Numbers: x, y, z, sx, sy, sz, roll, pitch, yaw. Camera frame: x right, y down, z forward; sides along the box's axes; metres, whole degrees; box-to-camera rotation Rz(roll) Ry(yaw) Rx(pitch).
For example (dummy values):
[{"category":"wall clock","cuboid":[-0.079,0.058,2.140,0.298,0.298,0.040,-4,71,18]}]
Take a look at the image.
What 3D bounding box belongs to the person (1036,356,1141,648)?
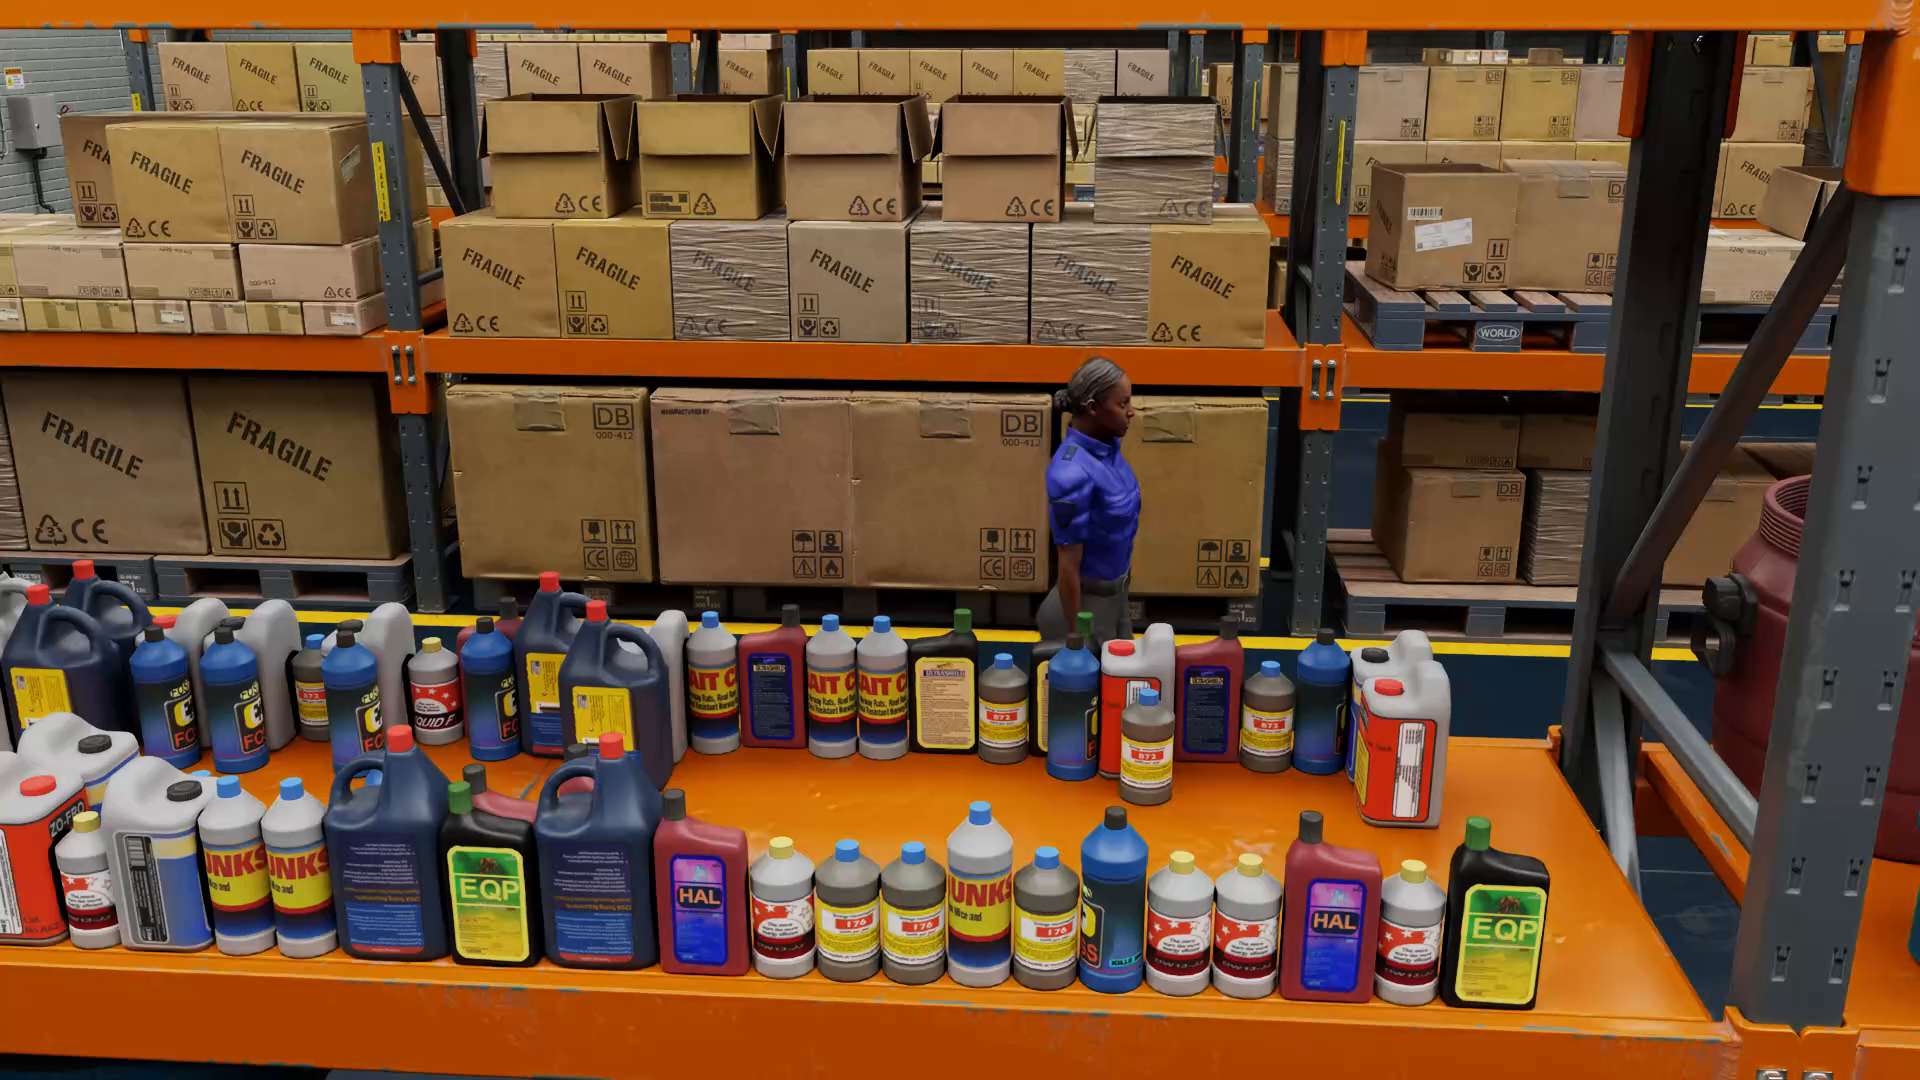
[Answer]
[{"category":"person","cuboid":[0.377,0.234,5.273,0.585,1.652,0.457,7,19,20]}]
